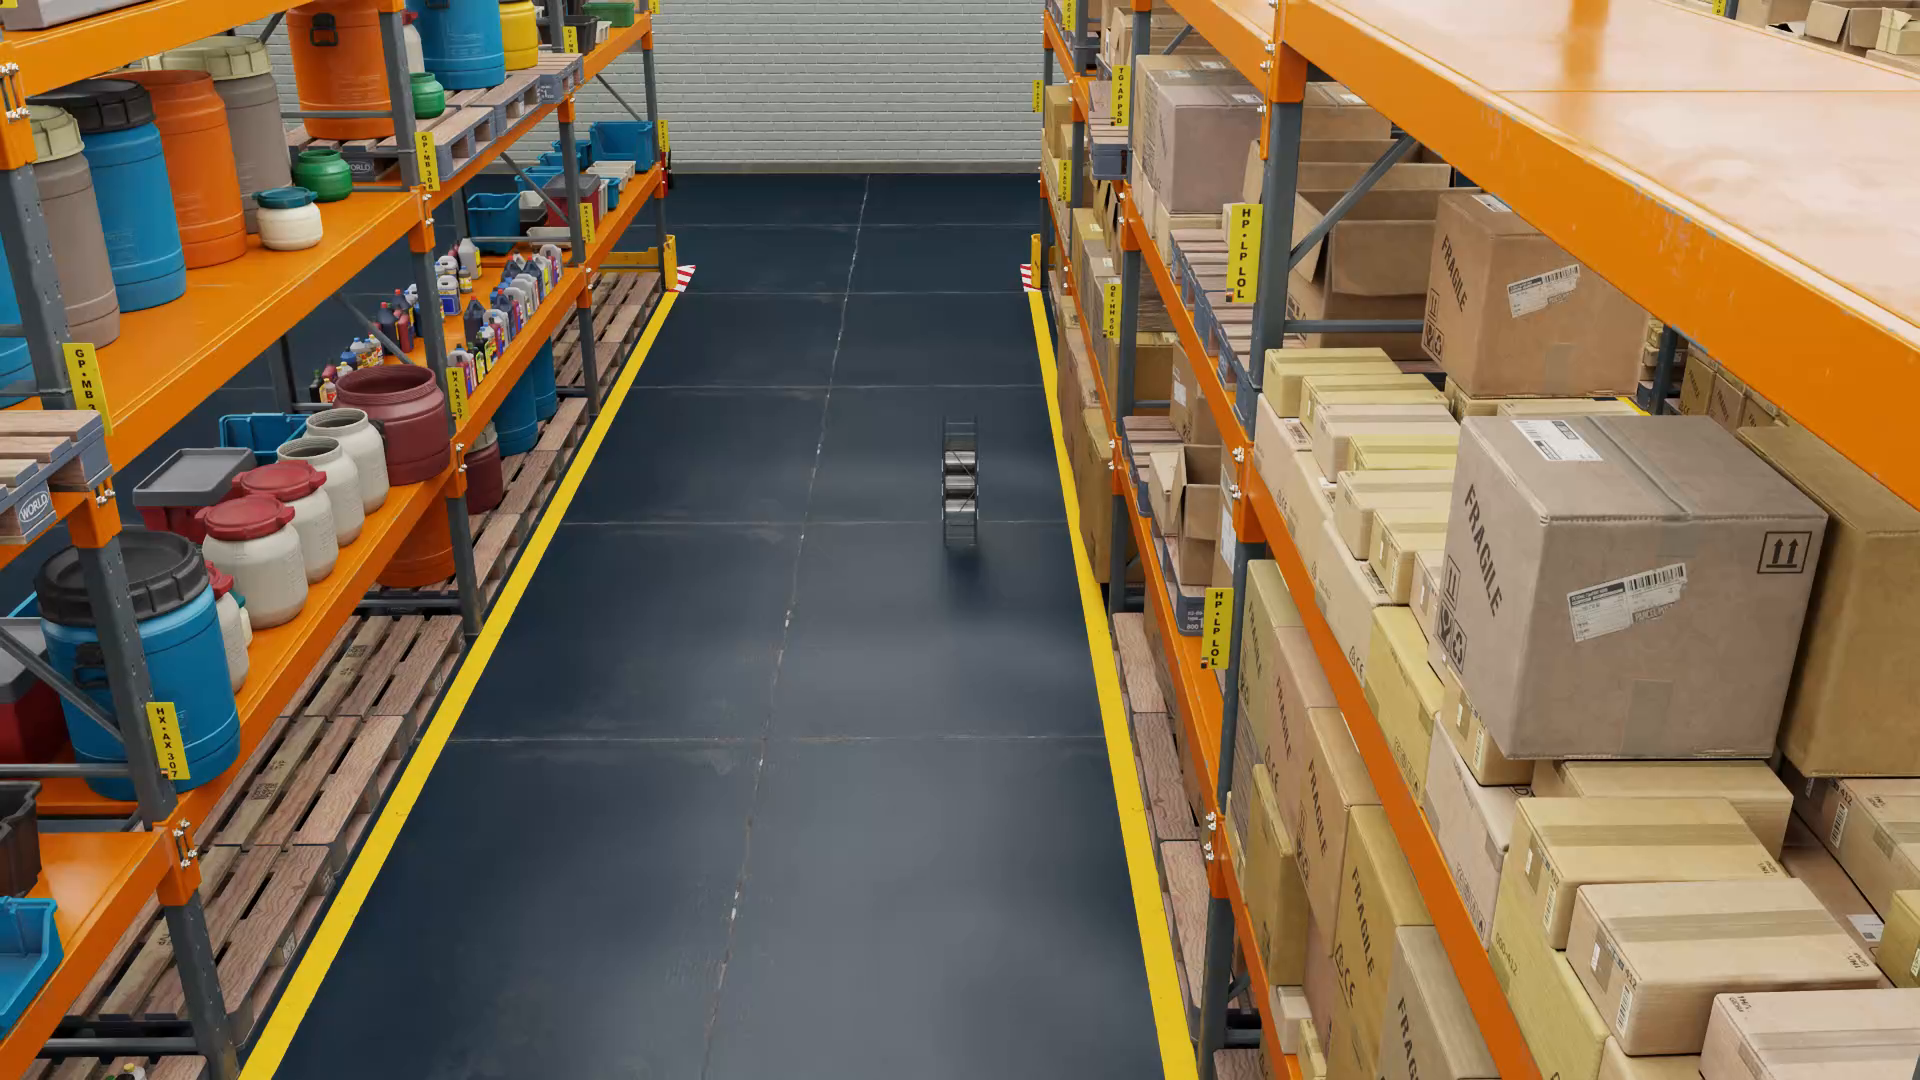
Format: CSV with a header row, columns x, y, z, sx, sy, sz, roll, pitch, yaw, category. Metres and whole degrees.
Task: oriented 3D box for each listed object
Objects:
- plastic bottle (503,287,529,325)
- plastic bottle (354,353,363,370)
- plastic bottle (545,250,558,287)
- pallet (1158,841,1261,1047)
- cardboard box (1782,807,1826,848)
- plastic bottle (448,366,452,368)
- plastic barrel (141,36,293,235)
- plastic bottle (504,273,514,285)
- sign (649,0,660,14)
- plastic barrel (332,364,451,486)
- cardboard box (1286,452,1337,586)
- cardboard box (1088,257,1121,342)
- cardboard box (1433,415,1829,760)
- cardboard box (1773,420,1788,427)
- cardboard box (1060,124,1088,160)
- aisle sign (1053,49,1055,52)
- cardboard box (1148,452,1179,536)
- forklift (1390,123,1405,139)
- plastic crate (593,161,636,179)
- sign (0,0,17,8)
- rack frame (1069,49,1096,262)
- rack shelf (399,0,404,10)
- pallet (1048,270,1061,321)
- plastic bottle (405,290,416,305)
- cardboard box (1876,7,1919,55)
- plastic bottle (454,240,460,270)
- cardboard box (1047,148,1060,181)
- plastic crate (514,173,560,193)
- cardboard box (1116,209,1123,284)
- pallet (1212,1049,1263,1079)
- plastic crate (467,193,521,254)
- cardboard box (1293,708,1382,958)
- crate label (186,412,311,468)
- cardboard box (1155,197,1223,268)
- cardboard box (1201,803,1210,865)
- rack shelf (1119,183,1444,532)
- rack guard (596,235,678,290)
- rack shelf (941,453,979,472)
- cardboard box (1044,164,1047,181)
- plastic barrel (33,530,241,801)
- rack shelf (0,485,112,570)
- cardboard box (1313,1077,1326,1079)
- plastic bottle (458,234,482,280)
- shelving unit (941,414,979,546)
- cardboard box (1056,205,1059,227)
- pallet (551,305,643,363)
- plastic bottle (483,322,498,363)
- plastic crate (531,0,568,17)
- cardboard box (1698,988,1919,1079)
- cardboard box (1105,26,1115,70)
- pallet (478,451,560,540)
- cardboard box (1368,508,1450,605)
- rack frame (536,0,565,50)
x,y,z,sx,sy,sz,roll,pitch,yaw,category
-3.217,-1.703,12.026,0.152,0.276,0.135,0,24,-1,plastic bottle
-3.934,-1.119,10.825,0.097,0.201,0.097,0,24,0,plastic bottle
-3.182,-2.121,12.941,0.061,0.283,0.133,0,24,-1,plastic bottle
1.472,1.794,7.527,1.003,0.211,1.213,0,24,-1,pallet
1.765,0.578,3.374,0.500,0.250,0.500,0,24,-1,cardboard box
-3.170,-0.951,10.368,0.097,0.271,0.097,0,24,0,plastic bottle
-3.723,-2.037,8.367,0.600,0.901,0.600,0,24,0,plastic barrel
-3.346,-1.844,12.343,0.097,0.271,0.097,0,24,0,plastic bottle
-3.052,-5.406,16.551,0.100,0.325,0.005,0,24,-1,sign
-3.207,-0.654,9.391,0.600,0.536,0.708,0,24,-1,plastic barrel
1.241,-0.050,4.761,0.500,0.250,0.500,0,24,-1,cardboard box
1.172,-1.681,11.705,0.500,0.500,0.500,0,24,0,cardboard box
1.256,0.079,3.206,0.500,0.500,0.500,0,24,-1,cardboard box
6.106,-0.539,11.825,0.500,0.500,0.500,-1,24,-3,cardboard box
1.121,-3.256,14.220,0.500,0.500,0.500,0,24,0,cardboard box
1.050,-5.313,16.703,0.394,0.787,0.004,0,24,-1,aisle sign
1.226,-0.235,8.303,0.500,0.250,0.500,-1,24,-2,cardboard box
3.241,-2.435,13.578,1.130,2.935,3.031,-2,24,-4,forklift
-3.412,-3.650,16.428,0.396,0.136,0.243,0,24,-1,plastic crate
-2.921,-1.770,4.996,0.100,0.325,0.005,0,24,-1,sign
1.395,-2.452,13.532,1.000,3.000,0.127,0,24,-1,rack frame
-3.536,-3.829,10.655,1.077,0.370,4.000,0,24,-1,rack shelf
1.438,-2.501,17.023,1.003,0.211,1.213,0,24,-1,pallet
-3.948,-1.654,11.923,0.097,0.271,0.097,0,24,0,plastic bottle
6.100,-3.241,10.586,0.396,0.266,0.258,0,24,-1,cardboard box
-3.981,-2.224,13.168,0.061,0.283,0.133,0,24,-1,plastic bottle
1.100,-3.547,15.775,0.500,0.250,0.500,-1,24,-2,cardboard box
-3.911,-3.260,15.448,0.416,0.233,0.300,0,24,-1,plastic crate
1.442,-1.876,10.920,0.797,0.503,0.637,0,24,1,cardboard box
1.524,2.391,6.206,1.003,0.211,1.213,0,24,-1,pallet
-3.904,-2.641,13.896,0.392,0.384,0.575,0,24,-1,plastic crate
1.244,0.806,4.632,0.500,0.500,0.500,0,24,-1,cardboard box
-3.774,-0.387,8.923,0.502,0.435,0.616,0,24,-1,crate label
1.209,-1.484,7.934,0.500,0.250,0.500,0,24,1,cardboard box
1.510,1.333,7.662,0.700,0.500,0.500,0,24,-1,cardboard box
1.460,-1.019,7.596,1.077,0.370,4.000,0,24,-1,rack shelf
-3.615,-2.949,17.664,1.175,0.500,0.348,0,24,-1,rack guard
0.000,-0.547,11.512,0.258,0.077,0.200,0,24,-1,rack shelf
1.032,-3.627,16.434,0.380,0.149,0.250,-1,24,-2,cardboard box
-3.172,0.478,6.446,0.600,0.901,0.708,0,24,-1,plastic barrel
-3.449,0.652,3.902,1.077,0.370,4.000,0,24,-1,rack shelf
1.213,1.667,4.730,0.380,0.149,0.250,0,24,-1,cardboard box
-3.878,-2.244,13.132,0.144,0.351,0.185,0,24,-1,plastic bottle
0.000,-0.413,11.572,0.258,0.900,0.210,0,24,-1,shelving unit
1.052,-2.886,14.796,0.380,0.149,0.250,0,24,0,cardboard box
-3.621,-1.966,15.841,1.003,0.211,1.213,0,24,-1,pallet
-3.180,-1.332,11.210,0.097,0.271,0.097,0,24,0,plastic bottle
-3.860,-4.786,15.127,0.504,0.338,0.767,0,24,-1,plastic crate
1.325,0.792,2.418,0.380,0.149,0.250,-1,24,-2,cardboard box
1.316,-3.517,11.845,0.500,0.311,0.500,-1,24,-2,cardboard box
-3.575,-0.337,12.240,1.003,0.211,1.213,0,24,-1,pallet
1.229,0.037,4.087,0.380,0.149,0.250,-1,24,-2,cardboard box
-3.558,-5.163,12.246,1.000,3.000,0.127,0,24,-1,rack frame
